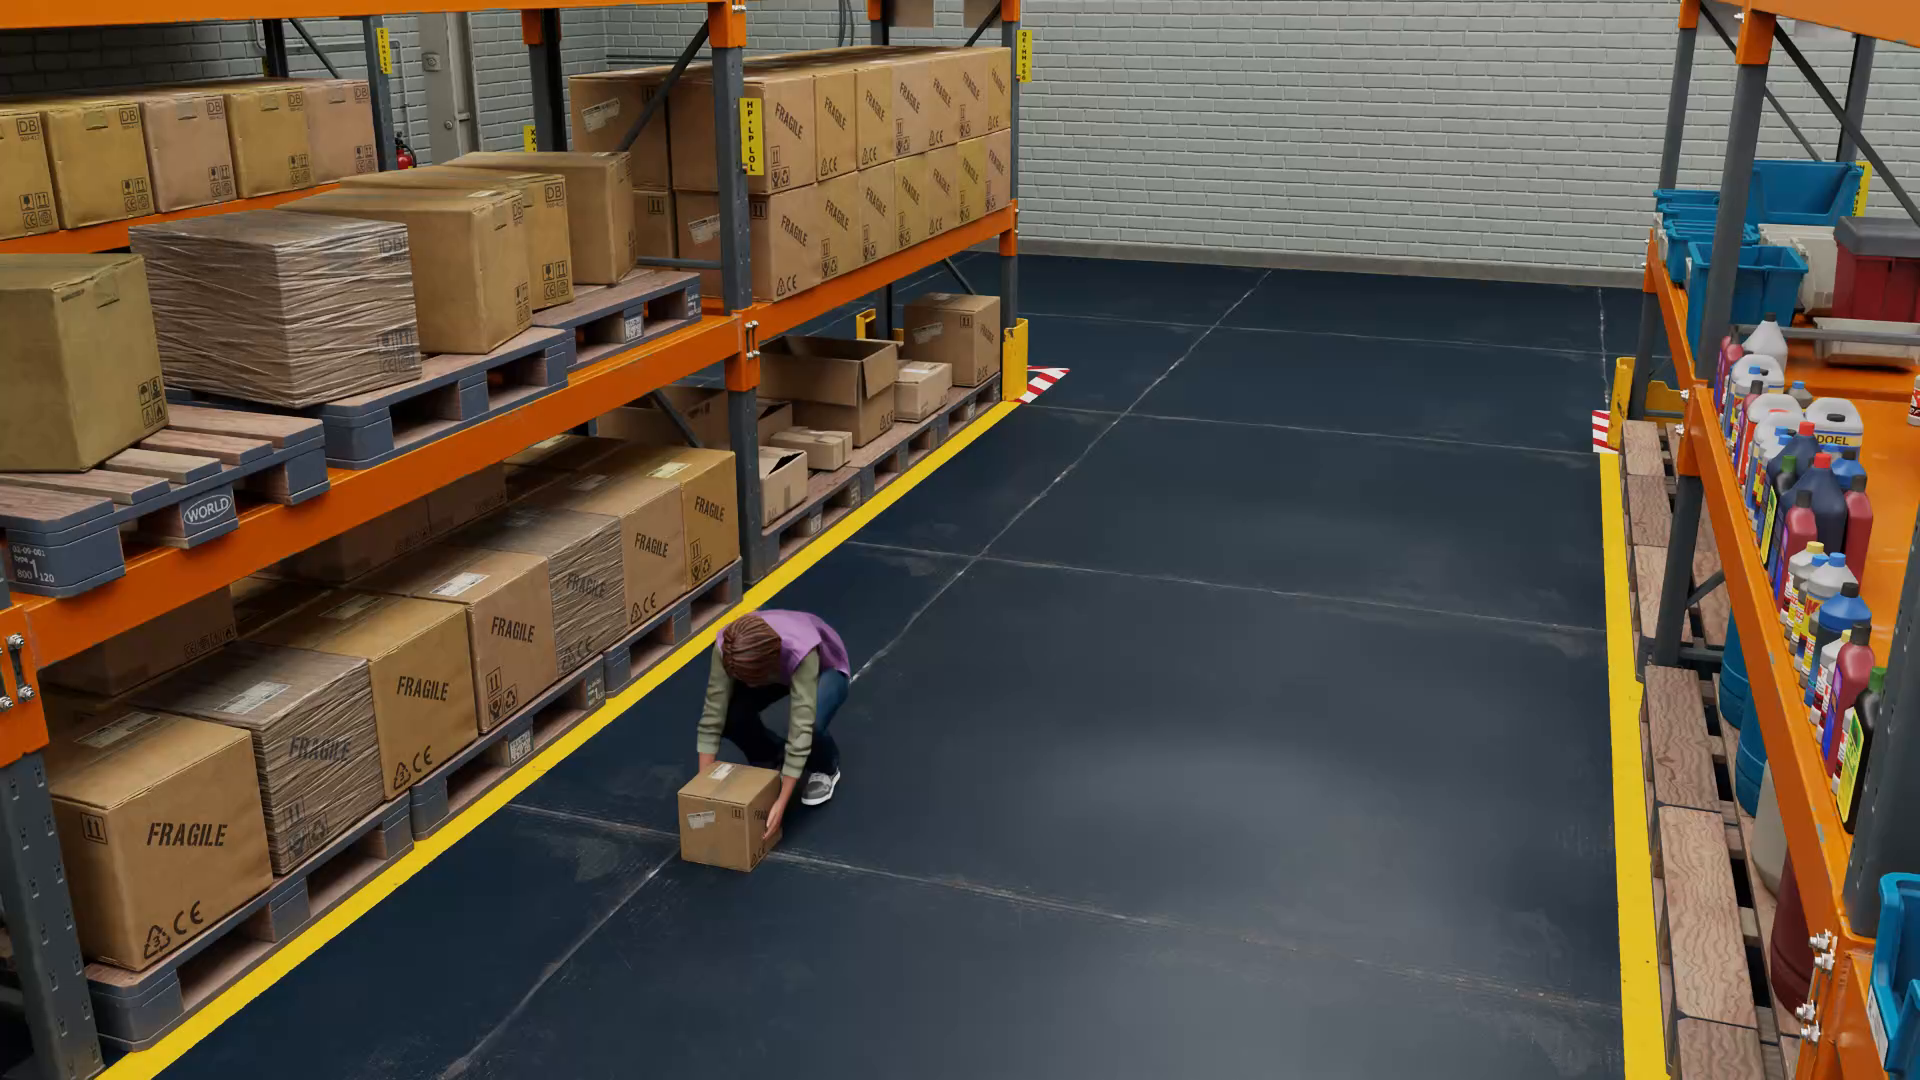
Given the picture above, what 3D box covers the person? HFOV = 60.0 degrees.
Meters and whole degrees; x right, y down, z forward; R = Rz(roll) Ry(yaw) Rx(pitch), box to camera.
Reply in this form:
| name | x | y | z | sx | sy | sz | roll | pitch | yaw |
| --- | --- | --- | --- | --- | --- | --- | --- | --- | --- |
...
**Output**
| name | x | y | z | sx | sy | sz | roll | pitch | yaw |
| --- | --- | --- | --- | --- | --- | --- | --- | --- | --- |
| person | -0.596 | 0.620 | 5.795 | 0.408 | 0.613 | 0.665 | 6 | 20 | 18 |
